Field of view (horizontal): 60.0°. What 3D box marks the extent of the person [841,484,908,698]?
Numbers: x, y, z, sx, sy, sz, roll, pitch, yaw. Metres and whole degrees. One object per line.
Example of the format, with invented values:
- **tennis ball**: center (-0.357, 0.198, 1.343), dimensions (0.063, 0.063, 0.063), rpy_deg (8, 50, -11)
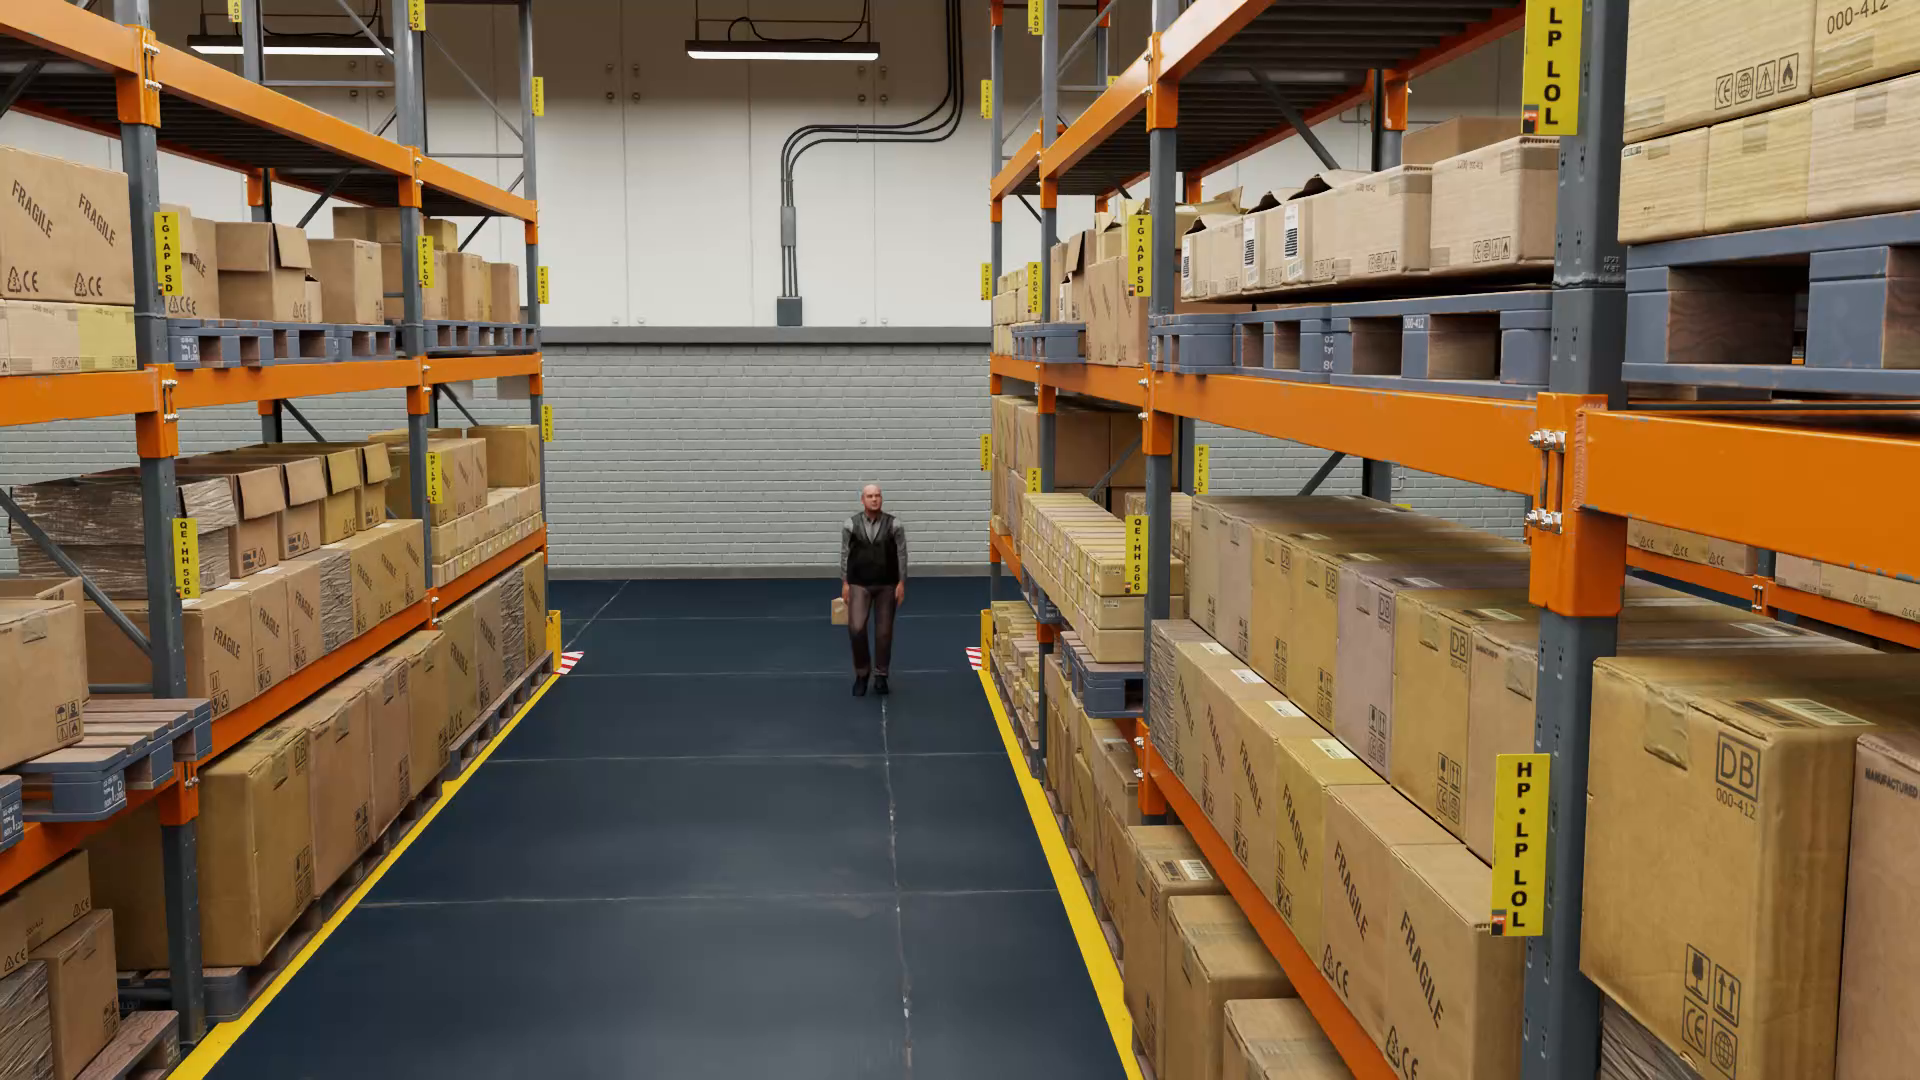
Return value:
- **person**: center (-0.704, 0.425, 13.753), dimensions (0.553, 1.765, 0.527), rpy_deg (-1, 7, -4)
